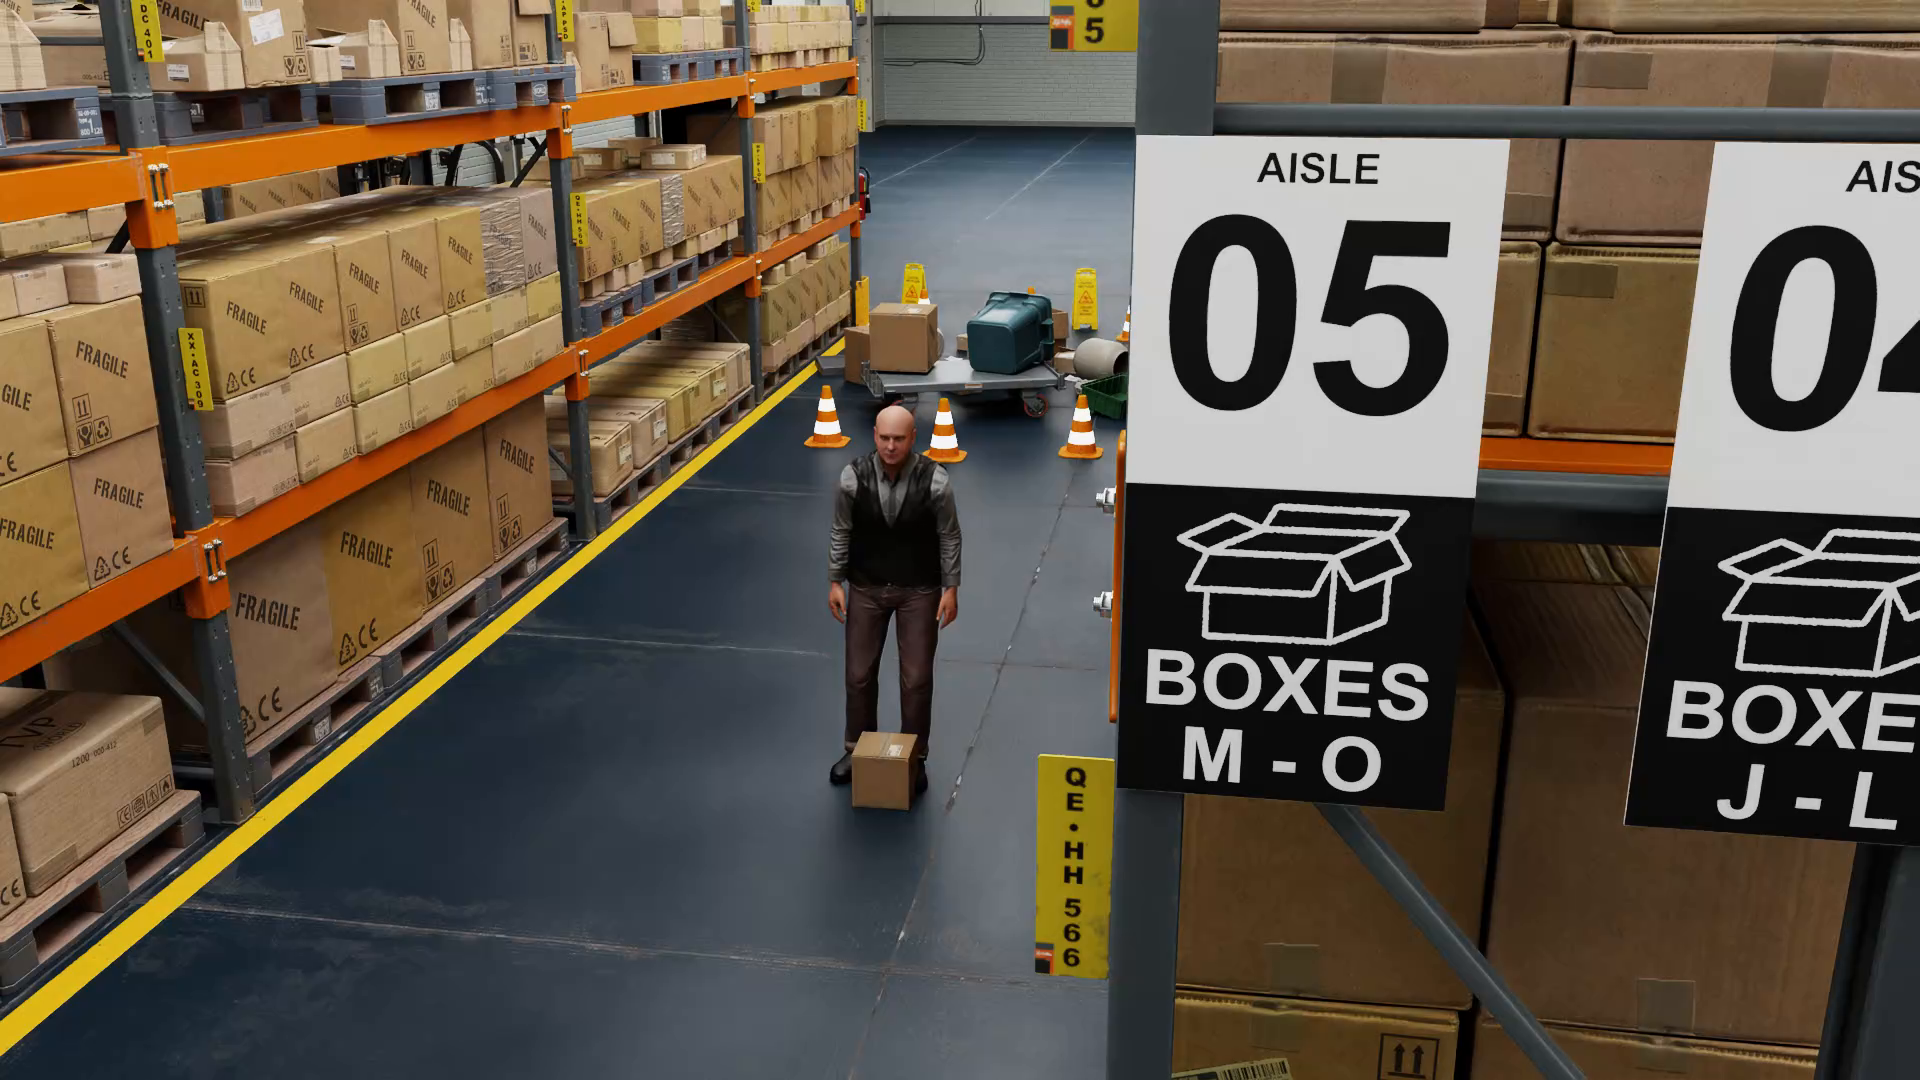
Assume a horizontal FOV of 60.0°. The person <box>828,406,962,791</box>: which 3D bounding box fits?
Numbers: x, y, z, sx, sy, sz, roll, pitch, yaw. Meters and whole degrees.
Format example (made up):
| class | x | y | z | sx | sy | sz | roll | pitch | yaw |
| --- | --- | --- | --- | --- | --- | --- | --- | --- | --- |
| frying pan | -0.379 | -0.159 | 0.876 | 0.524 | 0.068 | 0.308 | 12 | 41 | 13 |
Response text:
| class | x | y | z | sx | sy | sz | roll | pitch | yaw |
| --- | --- | --- | --- | --- | --- | --- | --- | --- | --- |
| person | -0.288 | 0.239 | 7.345 | 0.590 | 1.722 | 0.464 | 2 | 18 | 7 |
